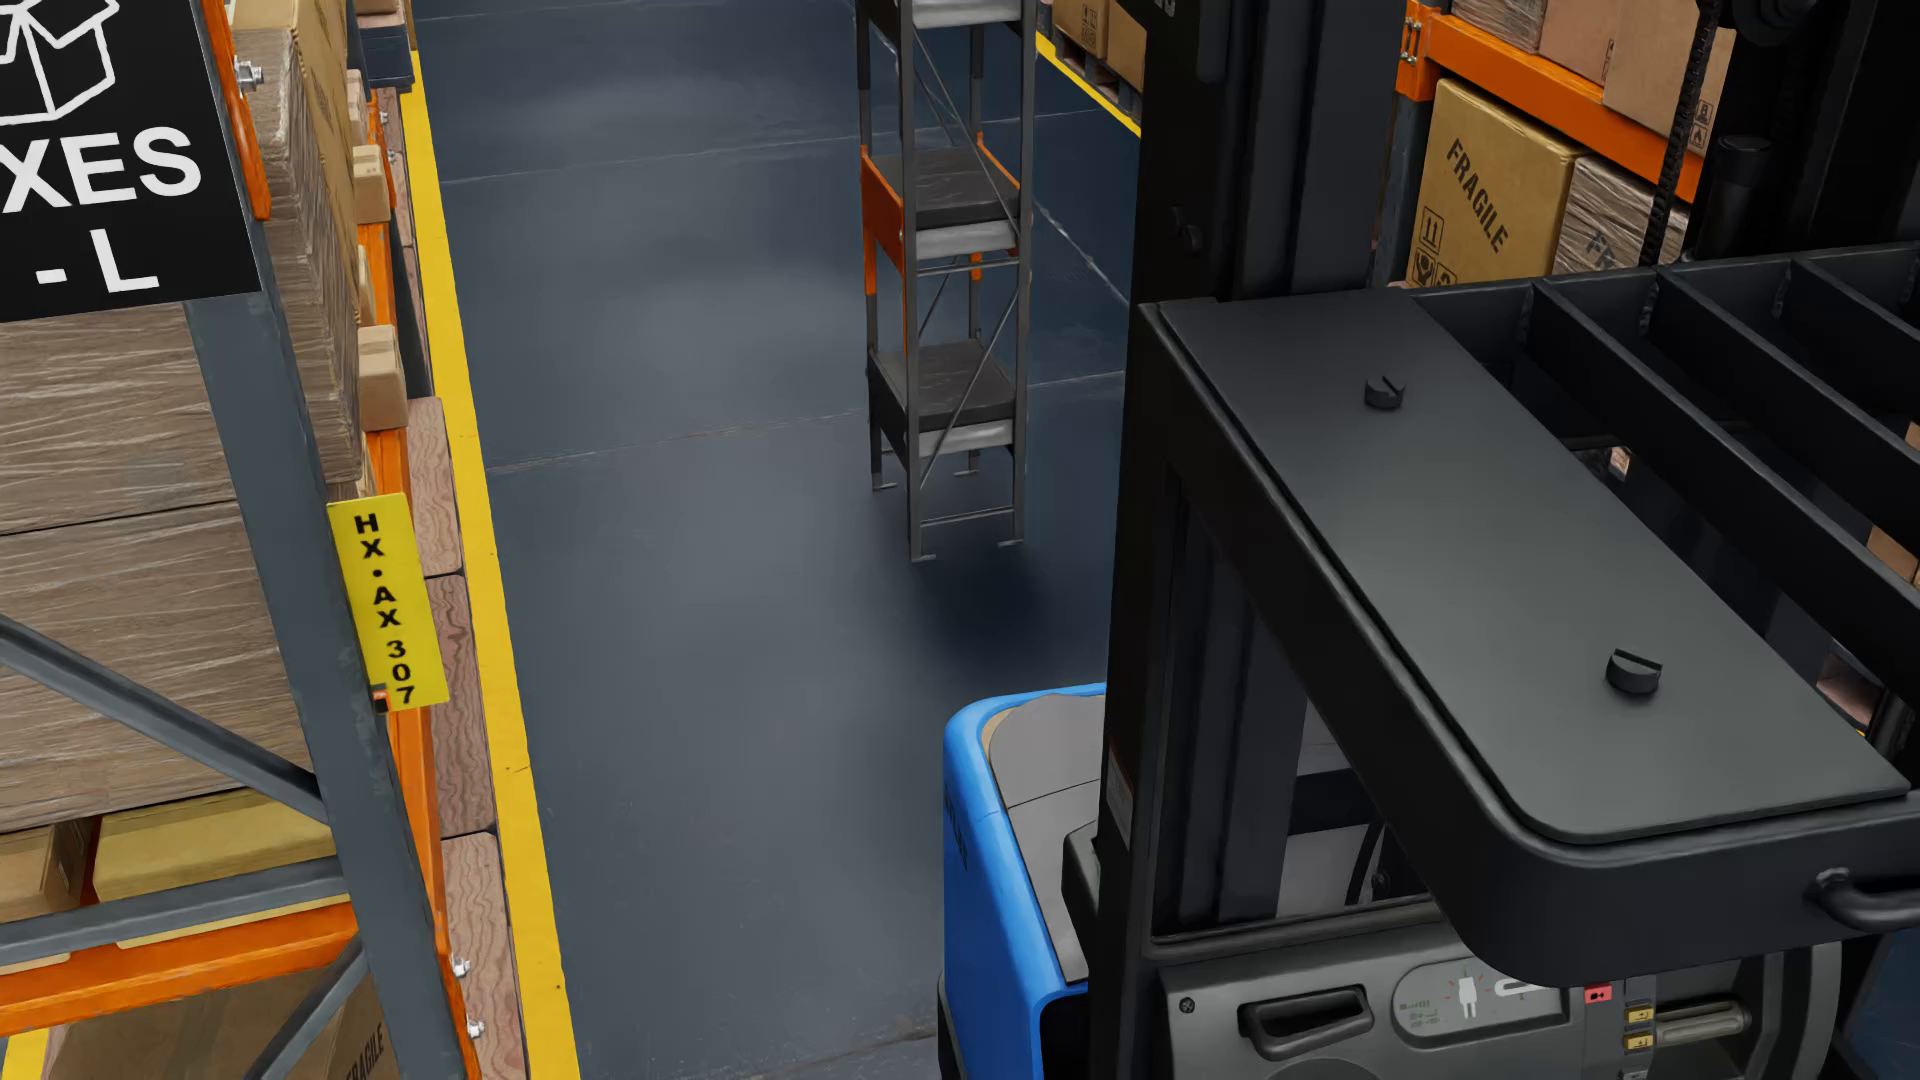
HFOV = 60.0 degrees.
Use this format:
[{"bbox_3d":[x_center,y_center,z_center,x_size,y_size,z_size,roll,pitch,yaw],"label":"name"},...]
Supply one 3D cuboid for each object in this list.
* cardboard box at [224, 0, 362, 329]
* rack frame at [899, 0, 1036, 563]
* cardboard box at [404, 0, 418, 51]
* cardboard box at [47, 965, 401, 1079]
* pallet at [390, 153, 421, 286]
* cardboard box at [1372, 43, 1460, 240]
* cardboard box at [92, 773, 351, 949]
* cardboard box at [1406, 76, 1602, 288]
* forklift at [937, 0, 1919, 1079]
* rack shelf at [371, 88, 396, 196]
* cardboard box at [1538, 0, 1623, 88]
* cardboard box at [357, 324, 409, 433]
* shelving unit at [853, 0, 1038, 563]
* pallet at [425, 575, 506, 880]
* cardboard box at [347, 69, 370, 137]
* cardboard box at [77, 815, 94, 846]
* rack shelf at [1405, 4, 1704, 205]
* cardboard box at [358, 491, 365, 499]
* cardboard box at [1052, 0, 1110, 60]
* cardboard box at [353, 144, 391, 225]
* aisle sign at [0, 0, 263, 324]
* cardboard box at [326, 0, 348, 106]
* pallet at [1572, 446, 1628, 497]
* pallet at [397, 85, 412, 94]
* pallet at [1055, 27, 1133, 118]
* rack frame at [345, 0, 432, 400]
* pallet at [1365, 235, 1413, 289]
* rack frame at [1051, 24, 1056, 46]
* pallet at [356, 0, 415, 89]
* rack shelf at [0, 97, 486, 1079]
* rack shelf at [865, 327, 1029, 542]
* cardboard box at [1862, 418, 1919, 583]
[{"bbox_3d":[-1.298,-0.643,2.735,0.500,0.500,0.500,-10,35,-15],"label":"cardboard box"},{"bbox_3d":[0.024,-0.835,5.109,0.400,2.100,0.015,-10,35,-15],"label":"rack frame"},{"bbox_3d":[-3.875,-3.316,9.594,1.225,0.875,0.875,-12,35,-17],"label":"cardboard box"},{"bbox_3d":[-1.418,1.075,3.288,0.500,0.500,0.500,-4,34,-6],"label":"cardboard box"},{"bbox_3d":[-3.078,-1.449,7.751,1.003,0.211,1.213,-10,35,-15],"label":"pallet"},{"bbox_3d":[2.016,-1.890,7.549,1.050,0.750,0.750,-10,35,-15],"label":"cardboard box"},{"bbox_3d":[-1.103,0.453,2.571,0.380,0.149,0.250,-10,35,-15],"label":"cardboard box"},{"bbox_3d":[2.416,-1.290,6.527,0.875,0.875,0.875,-9,35,-14],"label":"cardboard box"},{"bbox_3d":[0.760,0.734,1.980,1.130,2.935,3.031,-7,34,-10],"label":"forklift"},{"bbox_3d":[-3.074,-2.312,7.180,1.077,0.370,4.000,-10,35,-15],"label":"rack shelf"},{"bbox_3d":[2.604,-1.929,5.812,0.875,0.550,0.550,-10,35,-15],"label":"cardboard box"},{"bbox_3d":[-1.469,-0.350,3.787,0.380,0.149,0.250,-10,35,-15],"label":"cardboard box"},{"bbox_3d":[-0.050,-0.963,5.303,0.431,2.100,0.503,-10,35,-15],"label":"shelving unit"},{"bbox_3d":[-1.849,0.590,4.666,1.003,0.211,1.213,-10,35,-15],"label":"pallet"},{"bbox_3d":[-2.118,-1.393,5.366,0.380,0.149,0.250,-10,35,-15],"label":"cardboard box"},{"bbox_3d":[-1.603,0.397,2.656,0.380,0.149,0.250,-10,35,-15],"label":"cardboard box"},{"bbox_3d":[2.901,-0.993,5.184,1.077,0.370,4.000,-10,35,-15],"label":"rack shelf"},{"bbox_3d":[-1.319,0.057,3.170,0.380,0.149,0.250,-10,35,-15],"label":"cardboard box"},{"bbox_3d":[1.171,-3.345,9.750,1.050,0.750,0.750,-10,35,-15],"label":"cardboard box"},{"bbox_3d":[-1.850,-1.007,4.781,0.380,0.149,0.250,-10,35,-15],"label":"cardboard box"},{"bbox_3d":[-0.939,-0.564,1.525,0.394,0.787,0.004,-10,35,-15],"label":"aisle sign"},{"bbox_3d":[-1.610,-1.167,3.527,0.500,0.500,0.500,-10,35,-15],"label":"cardboard box"},{"bbox_3d":[2.824,-0.125,5.748,1.003,0.211,1.213,-10,35,-15],"label":"pallet"},{"bbox_3d":[-3.853,-2.925,9.985,1.003,0.211,1.213,-10,35,-15],"label":"pallet"},{"bbox_3d":[1.239,-2.853,9.876,1.003,0.211,1.213,-10,35,-15],"label":"pallet"},{"bbox_3d":[-2.464,-1.562,5.393,1.000,3.000,0.127,-10,35,-15],"label":"rack frame"},{"bbox_3d":[1.984,-1.572,7.937,1.003,0.211,1.213,-10,35,-15],"label":"pallet"},{"bbox_3d":[1.071,-4.443,9.753,1.000,3.000,0.127,-10,35,-15],"label":"rack frame"},{"bbox_3d":[-2.558,-1.907,6.090,1.003,0.211,1.213,-10,35,-15],"label":"pallet"},{"bbox_3d":[-1.854,-0.212,4.002,1.077,0.370,4.000,-10,35,-15],"label":"rack shelf"},{"bbox_3d":[-0.050,-0.368,5.696,0.431,0.518,0.480,-10,35,-15],"label":"rack shelf"},{"bbox_3d":[2.971,-0.338,5.087,0.875,0.875,0.875,-11,35,-15],"label":"cardboard box"}]
